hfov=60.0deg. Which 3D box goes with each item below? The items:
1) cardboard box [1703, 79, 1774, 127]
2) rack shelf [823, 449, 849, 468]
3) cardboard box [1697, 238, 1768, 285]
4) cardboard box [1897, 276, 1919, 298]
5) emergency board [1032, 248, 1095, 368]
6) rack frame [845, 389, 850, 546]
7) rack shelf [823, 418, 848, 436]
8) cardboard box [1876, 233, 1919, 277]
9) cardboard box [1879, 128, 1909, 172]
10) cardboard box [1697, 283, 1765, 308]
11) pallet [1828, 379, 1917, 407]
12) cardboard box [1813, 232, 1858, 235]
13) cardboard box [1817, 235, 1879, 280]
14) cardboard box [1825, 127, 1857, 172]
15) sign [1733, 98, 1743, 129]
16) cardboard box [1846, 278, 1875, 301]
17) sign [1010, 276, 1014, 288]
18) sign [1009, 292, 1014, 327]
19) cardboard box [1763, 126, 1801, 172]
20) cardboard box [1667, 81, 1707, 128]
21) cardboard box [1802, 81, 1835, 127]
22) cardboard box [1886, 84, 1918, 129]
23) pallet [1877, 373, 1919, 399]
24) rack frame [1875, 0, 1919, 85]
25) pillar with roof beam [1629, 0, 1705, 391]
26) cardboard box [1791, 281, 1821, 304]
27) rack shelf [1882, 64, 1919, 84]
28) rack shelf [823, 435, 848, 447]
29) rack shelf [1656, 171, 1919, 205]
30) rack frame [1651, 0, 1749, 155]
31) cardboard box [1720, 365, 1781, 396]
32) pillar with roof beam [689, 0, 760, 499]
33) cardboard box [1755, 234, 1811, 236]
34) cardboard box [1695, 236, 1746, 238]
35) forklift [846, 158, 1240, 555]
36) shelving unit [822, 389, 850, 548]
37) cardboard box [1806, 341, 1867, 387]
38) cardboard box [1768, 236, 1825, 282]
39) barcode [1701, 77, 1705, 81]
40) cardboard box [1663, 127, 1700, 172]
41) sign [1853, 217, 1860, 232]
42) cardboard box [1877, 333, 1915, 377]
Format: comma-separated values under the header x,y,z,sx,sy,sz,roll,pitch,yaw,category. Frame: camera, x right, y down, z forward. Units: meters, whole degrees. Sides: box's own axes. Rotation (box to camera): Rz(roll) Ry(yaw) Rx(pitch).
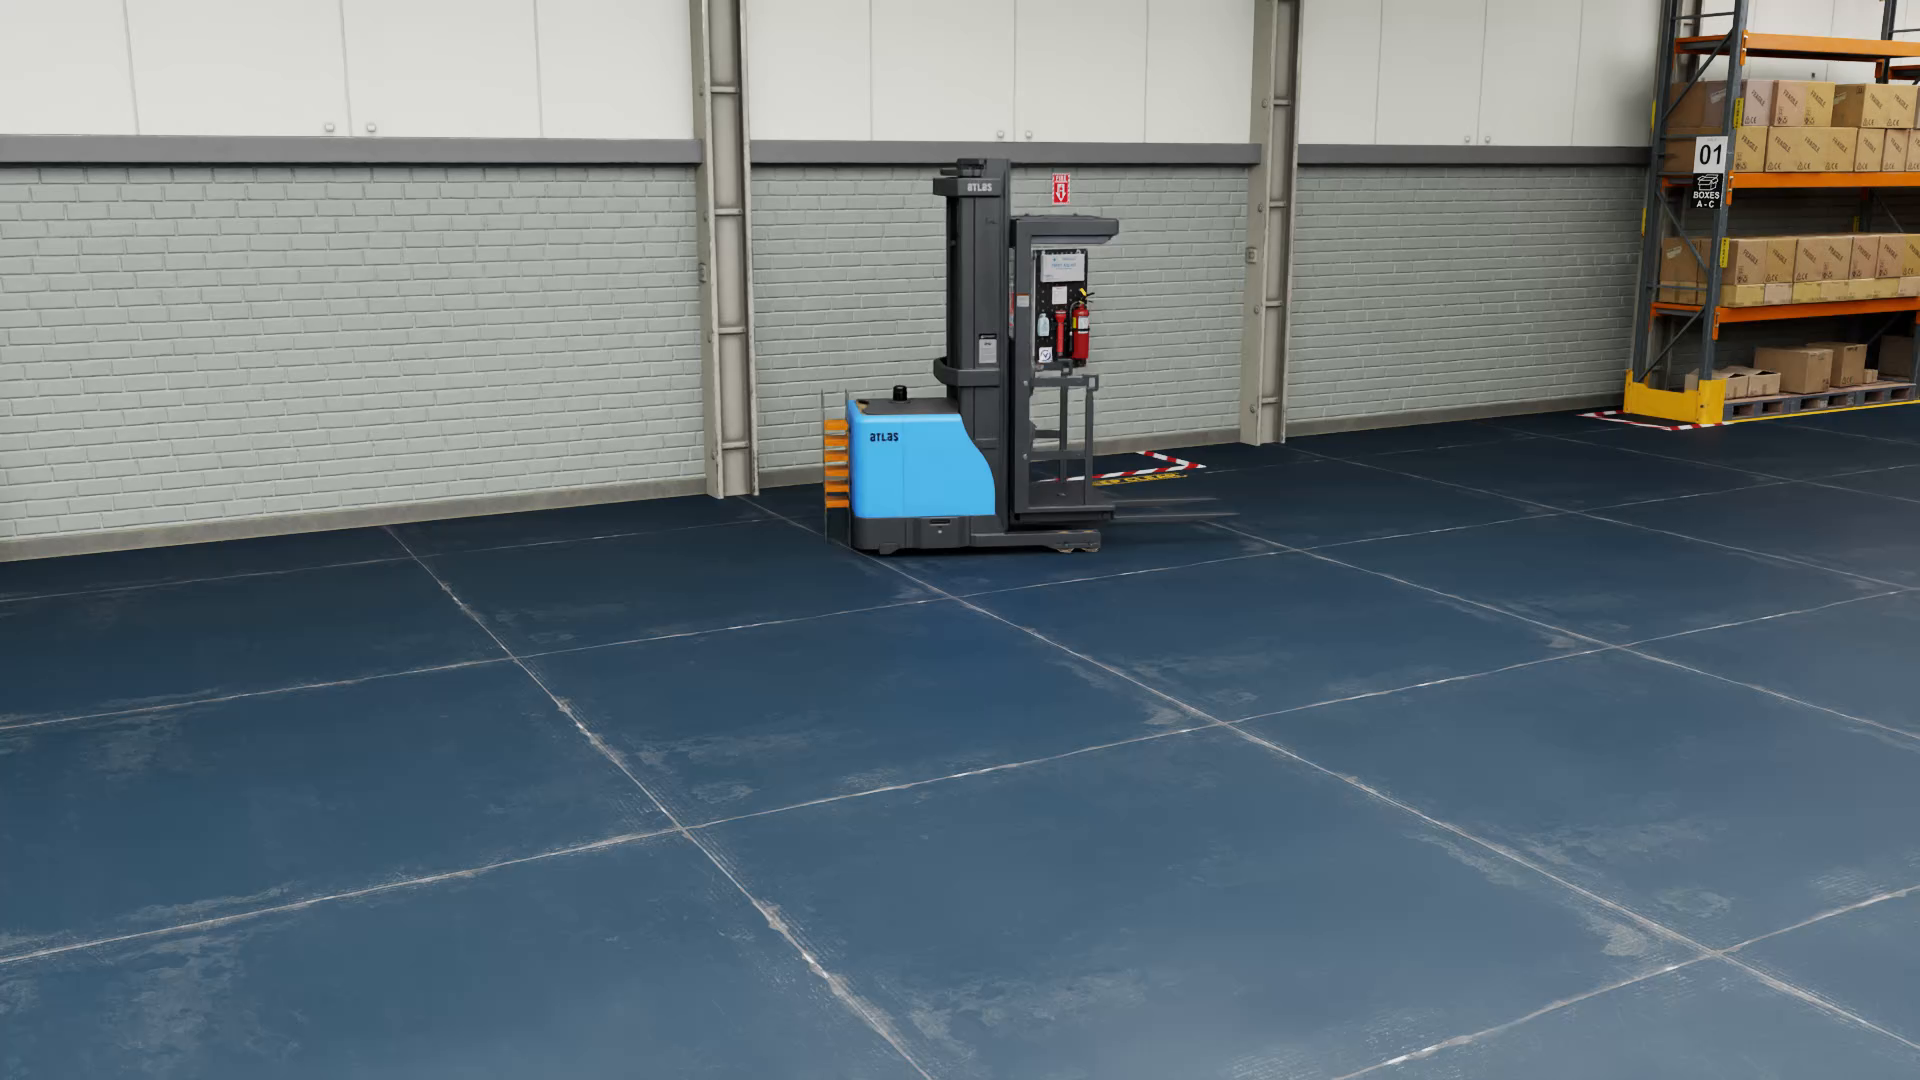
x,y,z,sx,sy,sz,roll,pitch,yaw,category
8.743,-4.904,18.684,0.500,0.500,0.500,-8,15,-32,cardboard box
-0.958,-0.629,12.828,0.180,0.103,0.258,-2,13,-7,rack shelf
8.852,-3.195,19.062,0.500,0.500,0.500,-7,14,-28,cardboard box
11.529,-3.149,20.568,0.500,0.250,0.500,-7,14,-28,cardboard box
1.035,-2.257,16.305,0.643,1.169,0.194,-7,14,-28,emergency board
-0.867,-0.558,12.857,0.006,1.200,0.240,-2,13,-7,rack frame
-0.958,-0.863,12.776,0.180,0.103,0.258,-2,13,-7,rack shelf
11.533,-3.514,20.480,0.500,0.500,0.500,-7,14,-28,cardboard box
11.025,-4.691,20.019,0.500,0.500,0.500,-8,15,-33,cardboard box
8.869,-2.827,19.135,0.500,0.250,0.500,-7,15,-29,cardboard box
11.227,-1.883,20.996,1.213,0.211,1.003,-7,14,-28,pallet
10.831,-3.561,20.687,0.500,0.500,0.500,-7,14,-28,cardboard box
10.650,-3.410,20.016,0.500,0.500,0.500,-7,15,-29,cardboard box
10.104,-4.575,19.499,0.500,0.500,0.500,-6,14,-24,cardboard box
8.549,-4.686,18.275,0.005,0.325,0.100,-7,14,-28,sign
10.654,-3.043,20.093,0.500,0.250,0.500,-7,14,-28,cardboard box
0.508,-2.493,16.067,0.331,0.109,0.001,-7,14,-28,sign
0.500,-2.236,16.131,0.234,0.329,0.001,-7,14,-28,sign
9.190,-4.459,18.985,0.500,0.500,0.500,-6,14,-24,cardboard box
8.542,-5.006,19.138,0.500,0.500,0.500,-6,14,-25,cardboard box
9.652,-5.003,19.125,0.500,0.500,0.500,-6,14,-26,cardboard box
11.011,-5.166,19.849,0.500,0.500,0.500,-6,14,-25,cardboard box
12.482,-2.043,21.706,1.213,0.211,1.003,-7,14,-28,pallet
11.800,-6.248,20.376,0.127,3.000,1.000,-7,14,-28,rack frame
10.551,-5.238,15.887,0.400,9.000,9.100,-7,14,-28,pillar with roof beam
9.768,-2.937,19.623,0.500,0.250,0.500,-7,15,-29,cardboard box
13.555,-5.912,21.433,4.000,0.370,1.077,-7,14,-28,rack shelf
-0.958,-0.746,12.802,0.180,0.103,0.258,-2,13,-7,rack shelf
10.044,-4.223,19.849,4.000,0.370,1.077,-7,14,-28,rack shelf
8.289,-5.827,18.506,0.127,3.000,1.000,-7,14,-28,rack frame
9.439,-1.919,19.924,0.500,0.311,0.500,-6,14,-23,cardboard box
0.019,-3.975,10.278,0.400,9.000,9.100,-7,14,-28,pillar with roof beam
9.941,-3.452,20.206,0.500,0.500,0.500,-7,14,-27,cardboard box
9.047,-3.344,19.726,0.500,0.500,0.500,-7,14,-27,cardboard box
0.645,-1.443,12.846,3.031,2.935,1.130,-2,13,-7,forklift
-0.958,-0.556,12.845,0.189,1.200,0.258,-2,13,-7,shelving unit
10.908,-2.199,20.741,0.500,0.500,0.500,-8,15,-32,cardboard box
9.747,-3.298,19.521,0.500,0.500,0.500,-7,15,-30,cardboard box
8.672,-5.364,19.409,0.075,0.075,0.001,-7,14,-28,barcode
8.534,-4.515,19.234,0.500,0.500,0.500,-6,14,-24,cardboard box
11.531,-3.993,21.381,0.005,0.325,0.100,-7,14,-28,sign
12.438,-2.397,21.619,0.500,0.500,0.700,-6,14,-26,cardboard box
